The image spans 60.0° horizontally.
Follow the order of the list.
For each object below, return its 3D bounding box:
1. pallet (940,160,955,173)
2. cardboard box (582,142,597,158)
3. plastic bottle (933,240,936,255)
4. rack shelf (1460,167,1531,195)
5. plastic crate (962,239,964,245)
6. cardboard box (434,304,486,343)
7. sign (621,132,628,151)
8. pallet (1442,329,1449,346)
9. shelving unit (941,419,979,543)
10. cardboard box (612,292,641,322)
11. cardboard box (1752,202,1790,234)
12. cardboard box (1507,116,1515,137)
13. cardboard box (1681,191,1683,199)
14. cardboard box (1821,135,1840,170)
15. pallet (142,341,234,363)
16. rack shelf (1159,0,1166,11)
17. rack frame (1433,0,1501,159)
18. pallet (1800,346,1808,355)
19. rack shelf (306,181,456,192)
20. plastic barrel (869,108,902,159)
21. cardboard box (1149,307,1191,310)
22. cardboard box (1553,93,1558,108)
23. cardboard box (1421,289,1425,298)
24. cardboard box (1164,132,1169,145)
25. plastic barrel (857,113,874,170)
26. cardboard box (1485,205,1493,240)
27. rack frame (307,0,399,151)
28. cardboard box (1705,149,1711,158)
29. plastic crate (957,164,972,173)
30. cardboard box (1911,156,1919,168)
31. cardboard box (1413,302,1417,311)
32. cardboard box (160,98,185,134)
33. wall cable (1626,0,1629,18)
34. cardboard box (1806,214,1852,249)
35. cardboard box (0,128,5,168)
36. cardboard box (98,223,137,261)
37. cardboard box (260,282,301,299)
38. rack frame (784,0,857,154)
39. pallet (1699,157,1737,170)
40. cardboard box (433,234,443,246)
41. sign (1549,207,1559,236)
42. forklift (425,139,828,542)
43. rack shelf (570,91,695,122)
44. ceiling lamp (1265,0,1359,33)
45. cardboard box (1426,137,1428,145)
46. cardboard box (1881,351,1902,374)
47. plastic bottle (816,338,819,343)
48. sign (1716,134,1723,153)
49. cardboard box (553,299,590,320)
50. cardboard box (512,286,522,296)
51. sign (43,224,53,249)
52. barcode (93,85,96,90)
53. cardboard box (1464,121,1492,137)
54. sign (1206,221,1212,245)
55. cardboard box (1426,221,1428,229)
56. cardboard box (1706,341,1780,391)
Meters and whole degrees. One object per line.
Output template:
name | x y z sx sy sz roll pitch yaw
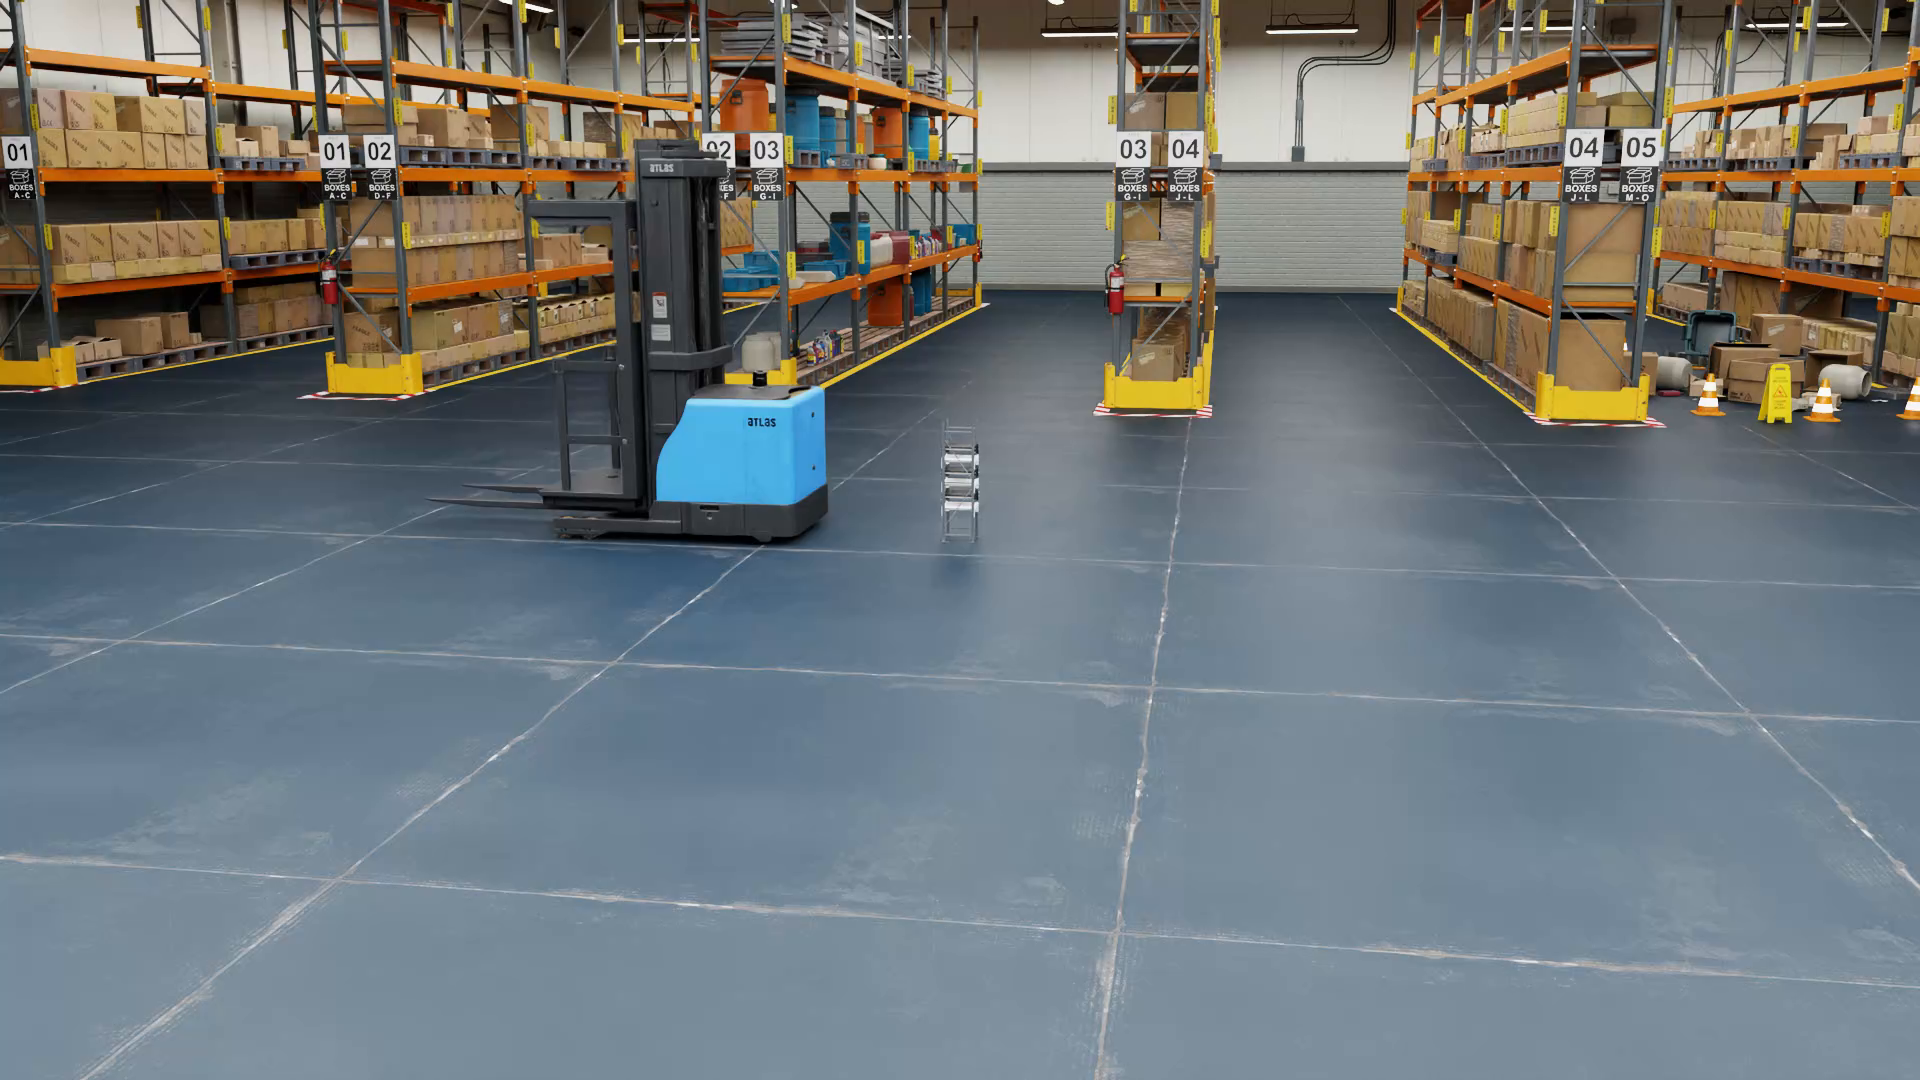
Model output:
pallet | -0.765 -6.916 30.791 1.213 0.211 1.003 2 12 9
cardboard box | -6.327 -6.429 27.443 0.500 0.250 0.500 2 12 10
plastic bottle | -0.538 -5.479 31.090 0.152 0.276 0.135 2 12 9
rack shelf | 8.116 -5.231 24.235 1.077 0.370 4.000 2 12 9
plastic crate | -0.131 -6.206 34.651 0.396 0.136 0.243 2 12 9
cardboard box | -6.944 -3.016 23.116 0.500 0.500 0.500 2 12 9
sign | -5.703 -6.775 28.273 0.100 0.325 0.005 2 12 9
pallet | 8.545 -3.332 27.456 1.003 0.211 1.213 2 12 9
shelving unit | 0.001 -0.442 12.406 0.258 0.900 0.210 2 12 9
cardboard box | -5.897 -4.115 29.357 0.500 0.500 0.500 2 12 11
cardboard box | 13.305 -5.258 27.159 0.500 0.500 0.500 2 12 9
cardboard box | 7.457 -5.400 21.727 0.500 0.250 0.500 2 12 9
cardboard box | 14.098 -6.630 31.986 0.380 0.149 0.250 2 12 9
cardboard box | 13.175 -5.712 24.520 0.700 0.500 0.500 2 12 9
pallet | -11.829 -2.859 25.261 1.003 0.211 1.213 2 12 9
rack shelf | 3.846 -9.337 28.276 1.077 0.370 4.000 2 12 9
rack frame | 9.039 -8.298 29.639 1.000 3.000 0.127 2 12 9
pallet | 13.209 -2.868 25.300 1.003 0.211 1.213 2 12 9
rack shelf | -10.837 -6.727 31.176 1.077 0.370 4.000 2 12 9
plastic barrel | -1.266 -6.875 28.138 0.600 0.830 0.708 2 12 9
cardboard box | 3.302 -3.334 25.731 0.700 0.500 0.500 3 13 13
cardboard box | 6.950 -4.988 18.869 0.380 0.149 0.250 2 12 9
cardboard box | 8.836 -4.605 31.100 0.380 0.149 0.250 2 12 9
cardboard box | 2.579 -4.687 19.412 0.380 0.149 0.250 2 12 8
plastic barrel | -1.697 -6.423 26.866 0.600 0.901 0.600 0 12 0
cardboard box | 8.113 -4.659 24.381 0.700 0.500 0.500 2 12 8
rack frame | -7.480 -6.304 20.384 1.000 3.000 0.127 2 12 9
cardboard box | 13.768 -7.022 30.200 0.380 0.149 0.250 2 12 10
plastic crate | 0.005 -7.689 34.433 0.450 0.188 0.336 2 12 9
cardboard box | 12.327 -4.795 21.099 0.380 0.149 0.250 2 12 9
cardboard box | 8.922 -4.485 31.957 0.380 0.149 0.250 2 12 9
cardboard box | -11.644 -6.149 24.129 0.500 0.500 0.500 3 12 12
wall cable | 14.121 -13.444 37.853 2.355 3.000 0.029 2 12 9
cardboard box | 12.959 -4.598 24.770 0.500 0.500 0.500 3 12 12
cardboard box | -12.561 -5.151 21.870 0.500 0.500 0.500 3 12 13
cardboard box | -11.833 -4.134 23.082 0.500 0.500 0.500 1 12 7
cardboard box | -11.428 -4.181 27.881 0.500 0.250 0.500 2 12 8
rack frame | -1.971 -6.975 23.500 1.000 3.000 0.127 2 12 9
pallet | 14.082 -6.819 30.106 1.003 0.211 1.213 2 12 9
cardboard box | -7.088 -3.971 22.024 0.380 0.149 0.250 2 12 8
sign | 6.659 -3.570 18.628 0.100 0.325 0.005 2 12 9
forklift | -2.610 -1.546 12.708 3.031 2.935 1.130 2 12 10
rack shelf | -5.942 -7.838 30.161 1.077 0.370 4.000 2 12 9
ceiling lamp | 7.687 -12.643 35.943 2.000 3.185 0.800 2 12 9
cardboard box | 8.969 -7.489 31.228 0.380 0.149 0.250 1 12 6
cardboard box | 12.358 -2.308 21.613 0.500 0.250 0.500 1 12 6
plastic bottle | -1.970 -2.677 23.199 0.061 0.283 0.133 2 12 9
sign | 13.397 -7.002 29.328 0.100 0.325 0.005 2 12 9
cardboard box | -6.320 -3.737 26.913 0.500 0.311 0.500 2 12 10
cardboard box | -10.000 -5.592 36.257 0.700 0.500 0.500 2 12 8
sign | -11.839 -3.937 21.585 0.100 0.325 0.005 2 12 9
barcode | -12.399 -6.483 23.827 0.001 0.075 0.075 2 12 9
cardboard box | 8.229 -6.515 26.430 0.396 0.266 0.258 2 12 9
sign | 3.460 -4.289 23.222 0.100 0.325 0.005 2 12 9
cardboard box | 8.445 -5.560 29.362 0.380 0.149 0.250 2 12 9
cardboard box | 10.004 -2.217 21.264 0.797 0.637 0.503 2 12 9
